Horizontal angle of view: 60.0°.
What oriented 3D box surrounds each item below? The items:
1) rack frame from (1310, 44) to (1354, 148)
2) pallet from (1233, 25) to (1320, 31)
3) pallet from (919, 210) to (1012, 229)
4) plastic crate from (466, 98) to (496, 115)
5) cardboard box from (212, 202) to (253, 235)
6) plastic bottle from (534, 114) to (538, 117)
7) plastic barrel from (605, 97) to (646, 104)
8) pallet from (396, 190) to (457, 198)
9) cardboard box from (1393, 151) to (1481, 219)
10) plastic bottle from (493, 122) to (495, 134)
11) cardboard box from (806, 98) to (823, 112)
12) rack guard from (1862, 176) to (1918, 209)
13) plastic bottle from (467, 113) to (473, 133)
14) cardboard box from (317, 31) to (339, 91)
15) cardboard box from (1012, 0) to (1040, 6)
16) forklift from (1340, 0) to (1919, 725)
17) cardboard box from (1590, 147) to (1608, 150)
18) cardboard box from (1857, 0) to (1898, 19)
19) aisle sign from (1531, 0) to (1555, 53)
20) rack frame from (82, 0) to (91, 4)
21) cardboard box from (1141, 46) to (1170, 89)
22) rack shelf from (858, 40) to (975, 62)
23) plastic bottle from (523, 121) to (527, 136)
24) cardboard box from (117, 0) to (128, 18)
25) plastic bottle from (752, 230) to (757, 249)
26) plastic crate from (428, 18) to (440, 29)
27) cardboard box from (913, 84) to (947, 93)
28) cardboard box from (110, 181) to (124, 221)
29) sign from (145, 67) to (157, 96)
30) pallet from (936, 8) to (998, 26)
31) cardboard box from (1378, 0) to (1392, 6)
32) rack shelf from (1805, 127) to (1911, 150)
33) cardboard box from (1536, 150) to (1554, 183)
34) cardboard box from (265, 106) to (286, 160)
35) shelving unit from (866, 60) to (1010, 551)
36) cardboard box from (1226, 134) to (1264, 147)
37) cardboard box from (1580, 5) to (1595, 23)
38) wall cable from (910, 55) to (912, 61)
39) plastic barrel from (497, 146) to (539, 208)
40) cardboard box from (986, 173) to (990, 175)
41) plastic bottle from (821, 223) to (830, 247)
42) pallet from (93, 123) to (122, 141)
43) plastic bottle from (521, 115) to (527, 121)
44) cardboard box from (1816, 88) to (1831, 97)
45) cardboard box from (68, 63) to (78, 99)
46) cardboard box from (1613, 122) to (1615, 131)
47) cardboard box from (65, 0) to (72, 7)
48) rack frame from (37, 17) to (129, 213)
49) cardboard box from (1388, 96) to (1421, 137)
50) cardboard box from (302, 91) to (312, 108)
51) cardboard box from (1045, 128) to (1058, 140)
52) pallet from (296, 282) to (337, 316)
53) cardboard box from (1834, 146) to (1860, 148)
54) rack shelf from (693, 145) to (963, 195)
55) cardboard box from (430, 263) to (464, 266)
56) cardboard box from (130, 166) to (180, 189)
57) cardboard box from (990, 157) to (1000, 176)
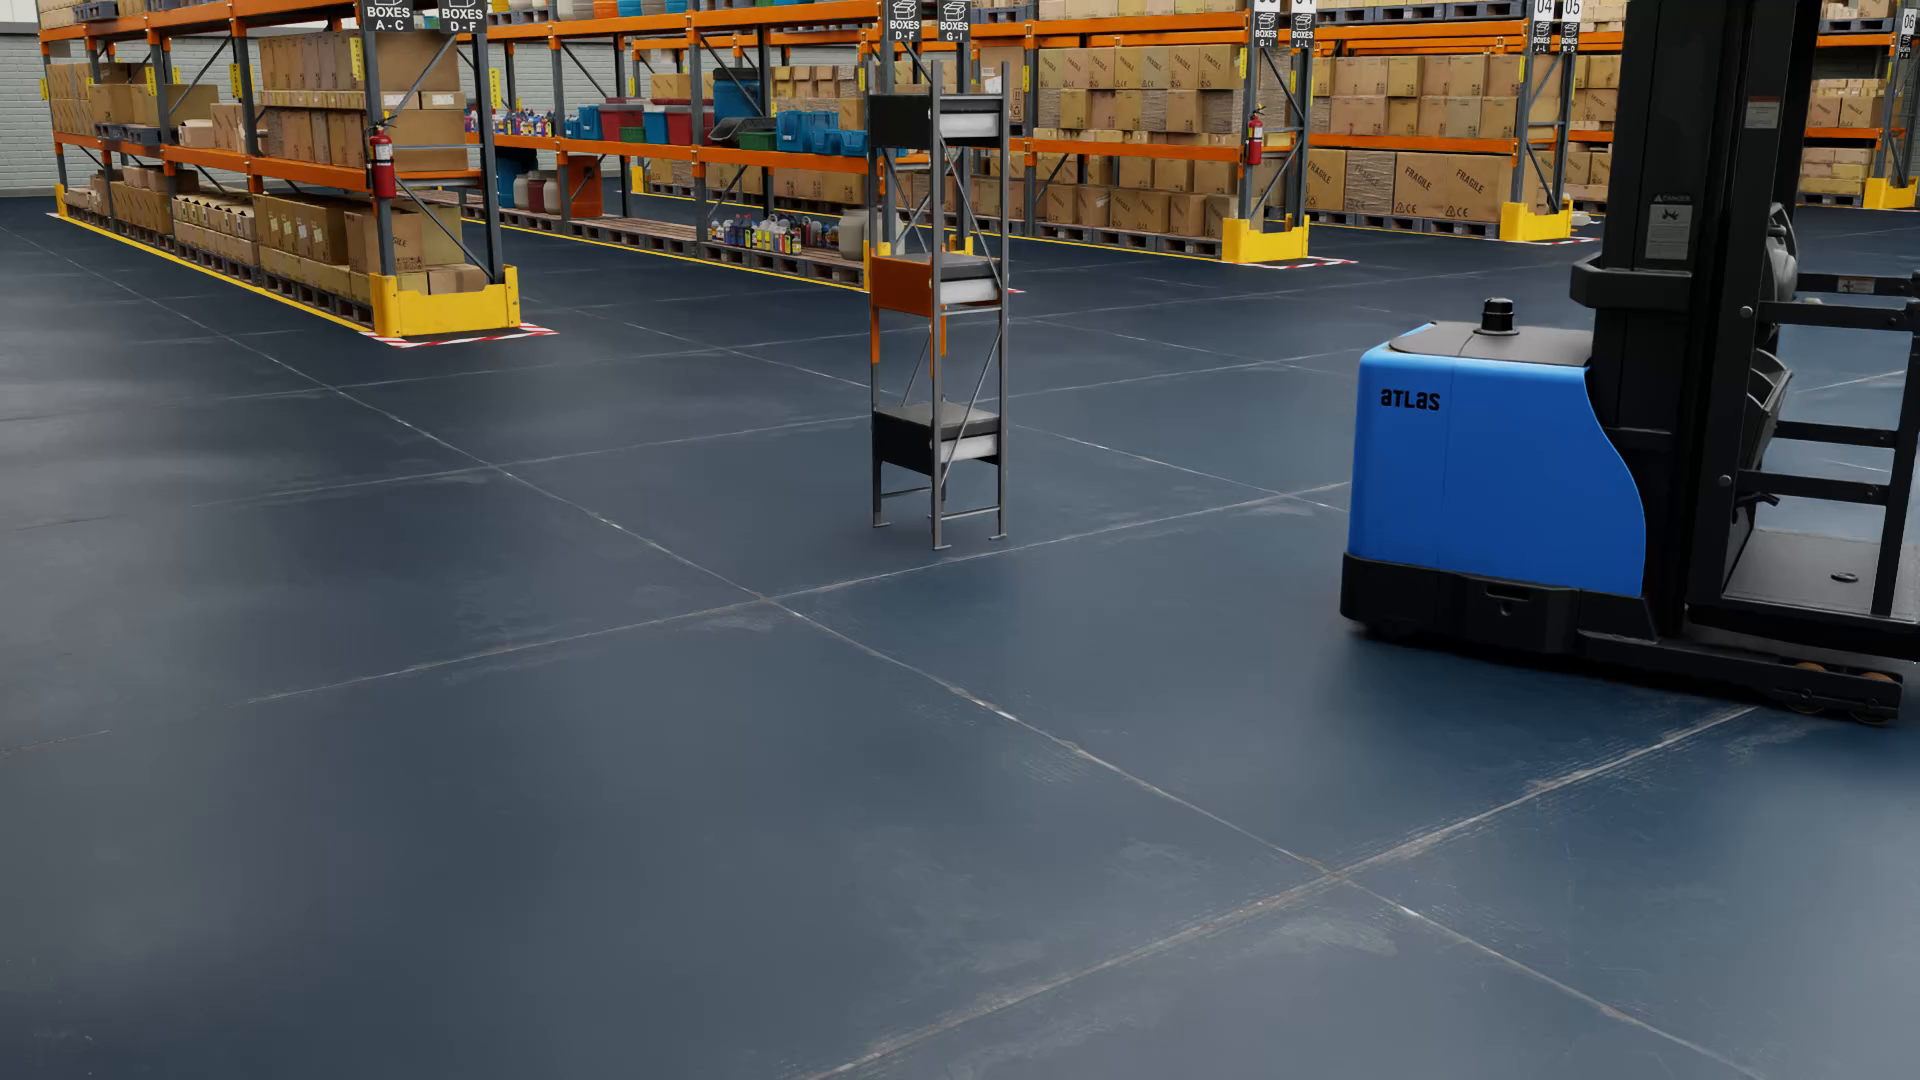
[{"bbox_3d":[6.983,-8.019,31.193,1.000,3.000,0.127,-11,19,-35],"label":"rack frame"},{"bbox_3d":[4.812,-7.918,25.503,0.805,0.209,1.217,-12,19,-37],"label":"pallet"},{"bbox_3d":[0.139,-4.709,24.380,1.003,0.211,1.213,-11,19,-35],"label":"pallet"},{"bbox_3d":[-7.713,-6.856,26.707,0.402,0.464,0.583,-11,19,-35],"label":"plastic crate"},{"bbox_3d":[-7.769,-3.496,18.017,0.500,0.311,0.500,-11,19,-35],"label":"cardboard box"},{"bbox_3d":[-6.386,-6.287,25.099,0.152,0.276,0.135,-11,19,-35],"label":"plastic bottle"},{"bbox_3d":[-4.521,-5.726,22.556,0.600,0.536,0.708,-11,19,-35],"label":"plastic barrel"},{"bbox_3d":[-9.289,-5.893,28.708,1.003,0.211,1.213,-11,19,-35],"label":"pallet"},{"bbox_3d":[6.771,-5.021,23.468,0.875,0.875,0.875,-11,19,-35],"label":"cardboard box"},{"bbox_3d":[-6.837,-6.086,24.506,0.097,0.201,0.097,0,15,0],"label":"plastic bottle"},{"bbox_3d":[-2.120,-6.814,26.600,0.500,0.500,0.500,-12,19,-36],"label":"cardboard box"},{"bbox_3d":[15.714,-5.871,28.081,1.175,0.500,0.348,-11,19,-35],"label":"rack guard"},{"bbox_3d":[-7.442,-6.337,25.268,0.061,0.283,0.133,-11,19,-35],"label":"plastic bottle"},{"bbox_3d":[-5.250,-4.242,14.745,0.700,0.500,0.500,-11,19,-34],"label":"cardboard box"},{"bbox_3d":[1.123,-7.442,22.410,0.797,0.503,0.637,-12,19,-37],"label":"cardboard box"},{"bbox_3d":[2.972,-0.975,5.585,3.031,2.935,1.130,9,18,29],"label":"forklift"},{"bbox_3d":[12.582,-7.270,32.159,0.875,0.625,0.625,-11,19,-35],"label":"cardboard box"},{"bbox_3d":[15.243,-8.885,27.499,0.500,0.500,0.500,-10,18,-33],"label":"cardboard box"},{"bbox_3d":[7.542,-6.713,21.497,0.394,0.787,0.004,-11,19,-35],"label":"aisle sign"},{"bbox_3d":[-11.400,-8.692,22.287,1.000,3.000,0.127,-11,19,-35],"label":"rack frame"},{"bbox_3d":[2.557,-5.739,20.215,0.500,0.500,0.500,-11,19,-35],"label":"cardboard box"},{"bbox_3d":[-0.489,-9.610,32.687,1.077,0.370,4.000,-11,19,-35],"label":"rack shelf"},{"bbox_3d":[-6.154,-5.838,23.600,0.097,0.201,0.097,0,15,0],"label":"plastic bottle"},{"bbox_3d":[-9.937,-6.747,20.674,0.910,0.500,0.500,-11,19,-35],"label":"cardboard box"},{"bbox_3d":[-2.290,-3.379,18.708,0.097,0.201,0.097,0,15,0],"label":"plastic bottle"},{"bbox_3d":[-7.885,-7.954,25.676,0.450,0.188,0.662,-11,19,-35],"label":"plastic crate"},{"bbox_3d":[-0.274,-6.519,24.727,0.700,0.500,0.500,-8,17,-26],"label":"cardboard box"},{"bbox_3d":[-11.313,-4.664,22.835,0.500,0.500,0.500,-12,19,-37],"label":"cardboard box"},{"bbox_3d":[-9.481,-5.378,19.501,0.100,0.325,0.005,-11,19,-35],"label":"sign"},{"bbox_3d":[0.430,-7.352,23.431,1.213,0.211,1.003,-11,19,-35],"label":"pallet"},{"bbox_3d":[6.080,-7.549,23.286,0.380,0.149,0.250,-11,19,-34],"label":"cardboard box"},{"bbox_3d":[14.524,-7.162,29.425,1.077,0.370,4.000,-11,19,-35],"label":"rack shelf"},{"bbox_3d":[9.788,-6.123,27.257,0.500,0.500,0.500,-10,18,-32],"label":"cardboard box"},{"bbox_3d":[-6.430,-4.044,16.481,0.700,0.500,0.500,-11,19,-36],"label":"cardboard box"},{"bbox_3d":[-0.097,-1.048,7.428,0.431,2.100,0.503,-11,19,-35],"label":"shelving unit"},{"bbox_3d":[3.337,-4.680,19.470,0.380,0.149,0.250,-11,19,-35],"label":"cardboard box"},{"bbox_3d":[9.967,-8.329,26.363,0.500,0.250,0.500,-11,19,-34],"label":"cardboard box"},{"bbox_3d":[-1.055,-11.433,41.682,0.585,1.953,0.123,-11,19,-35],"label":"wall cable"},{"bbox_3d":[-6.669,-5.487,25.120,0.600,0.901,0.708,-11,19,-35],"label":"plastic barrel"},{"bbox_3d":[0.733,-7.038,32.215,0.380,0.149,0.250,-12,19,-37],"label":"cardboard box"},{"bbox_3d":[-1.529,-3.473,18.920,0.097,0.271,0.097,0,15,0],"label":"plastic bottle"},{"bbox_3d":[-11.018,-5.518,22.419,1.003,0.211,1.213,-11,19,-35],"label":"pallet"},{"bbox_3d":[-6.286,-5.982,23.971,0.061,0.283,0.133,-11,19,-35],"label":"plastic bottle"},{"bbox_3d":[14.856,-7.643,28.402,0.380,0.149,0.250,-11,19,-35],"label":"cardboard box"},{"bbox_3d":[-12.506,-6.613,23.973,0.500,0.500,0.500,-11,19,-34],"label":"cardboard box"},{"bbox_3d":[10.485,-6.499,26.114,0.380,0.149,0.250,-11,19,-35],"label":"cardboard box"},{"bbox_3d":[-12.197,-7.583,23.254,0.500,0.250,0.500,-11,19,-35],"label":"cardboard box"},{"bbox_3d":[-13.752,-6.652,26.200,1.000,3.000,0.127,-11,19,-35],"label":"rack frame"},{"bbox_3d":[6.574,-6.025,23.625,0.875,0.550,0.500,-11,19,-35],"label":"cardboard box"},{"bbox_3d":[-5.781,-4.033,15.213,0.380,0.149,0.250,-11,19,-35],"label":"cardboard box"},{"bbox_3d":[1.339,-5.358,21.945,0.380,0.149,0.250,-11,19,-35],"label":"cardboard box"},{"bbox_3d":[-5.541,-2.308,15.609,1.003,0.211,1.213,-11,19,-35],"label":"pallet"},{"bbox_3d":[15.274,-6.679,28.815,0.500,0.250,0.500,-11,19,-34],"label":"cardboard box"},{"bbox_3d":[-1.511,-4.084,18.178,1.077,0.370,4.000,-11,19,-35],"label":"rack shelf"},{"bbox_3d":[-4.776,-2.367,14.957,0.500,0.250,0.500,-11,19,-35],"label":"cardboard box"},{"bbox_3d":[-10.429,-4.705,21.565,0.500,0.250,0.500,-11,19,-36],"label":"cardboard box"},{"bbox_3d":[0.907,-6.881,30.976,0.500,0.500,0.500,-10,18,-32],"label":"cardboard box"}]
